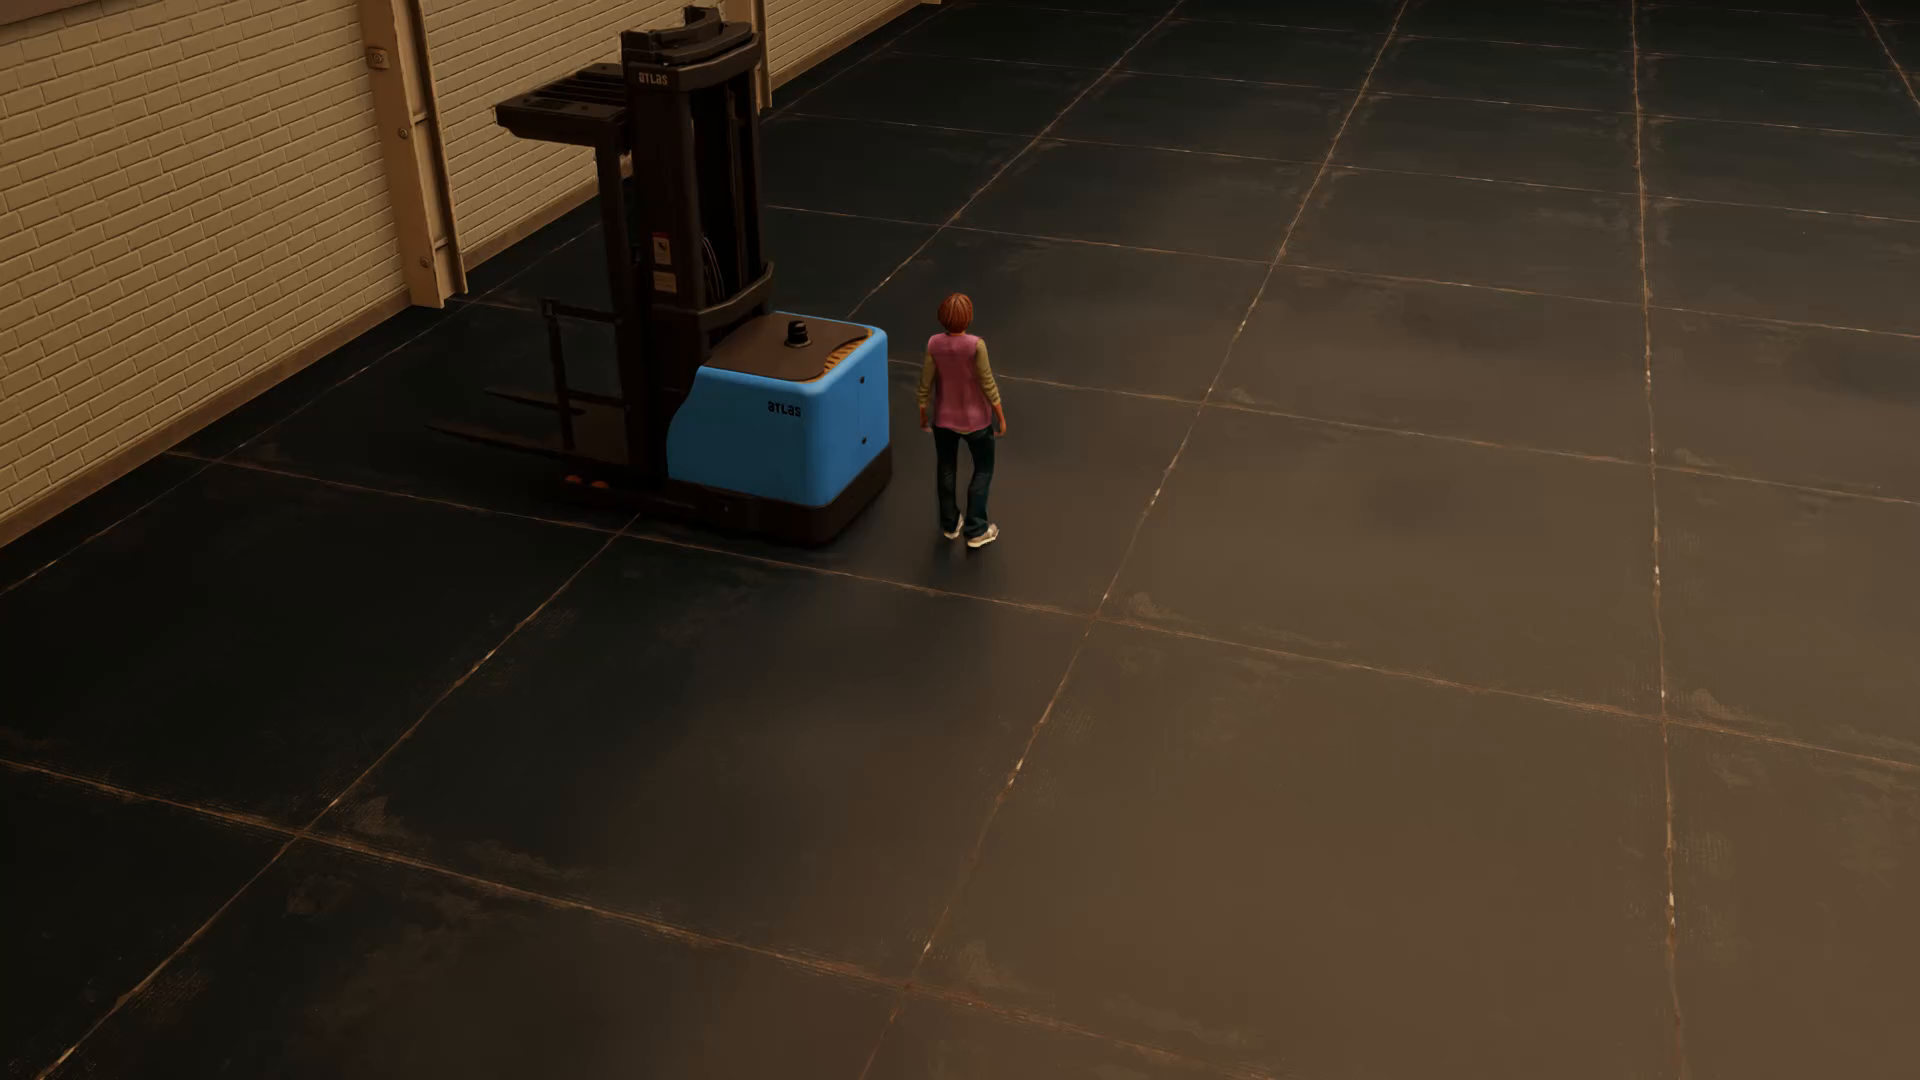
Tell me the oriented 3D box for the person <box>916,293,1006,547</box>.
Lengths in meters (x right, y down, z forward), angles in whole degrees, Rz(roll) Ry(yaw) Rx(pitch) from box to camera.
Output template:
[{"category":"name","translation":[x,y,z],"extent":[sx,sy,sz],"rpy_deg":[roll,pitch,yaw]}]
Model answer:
[{"category":"person","translation":[0.028,-0.713,9.773],"extent":[0.518,1.579,0.375],"rpy_deg":[10,31,17]}]

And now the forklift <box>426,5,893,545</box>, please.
[{"category":"forklift","translation":[-2.001,-1.704,10.126],"extent":[3.031,2.935,1.130],"rpy_deg":[12,32,19]}]
